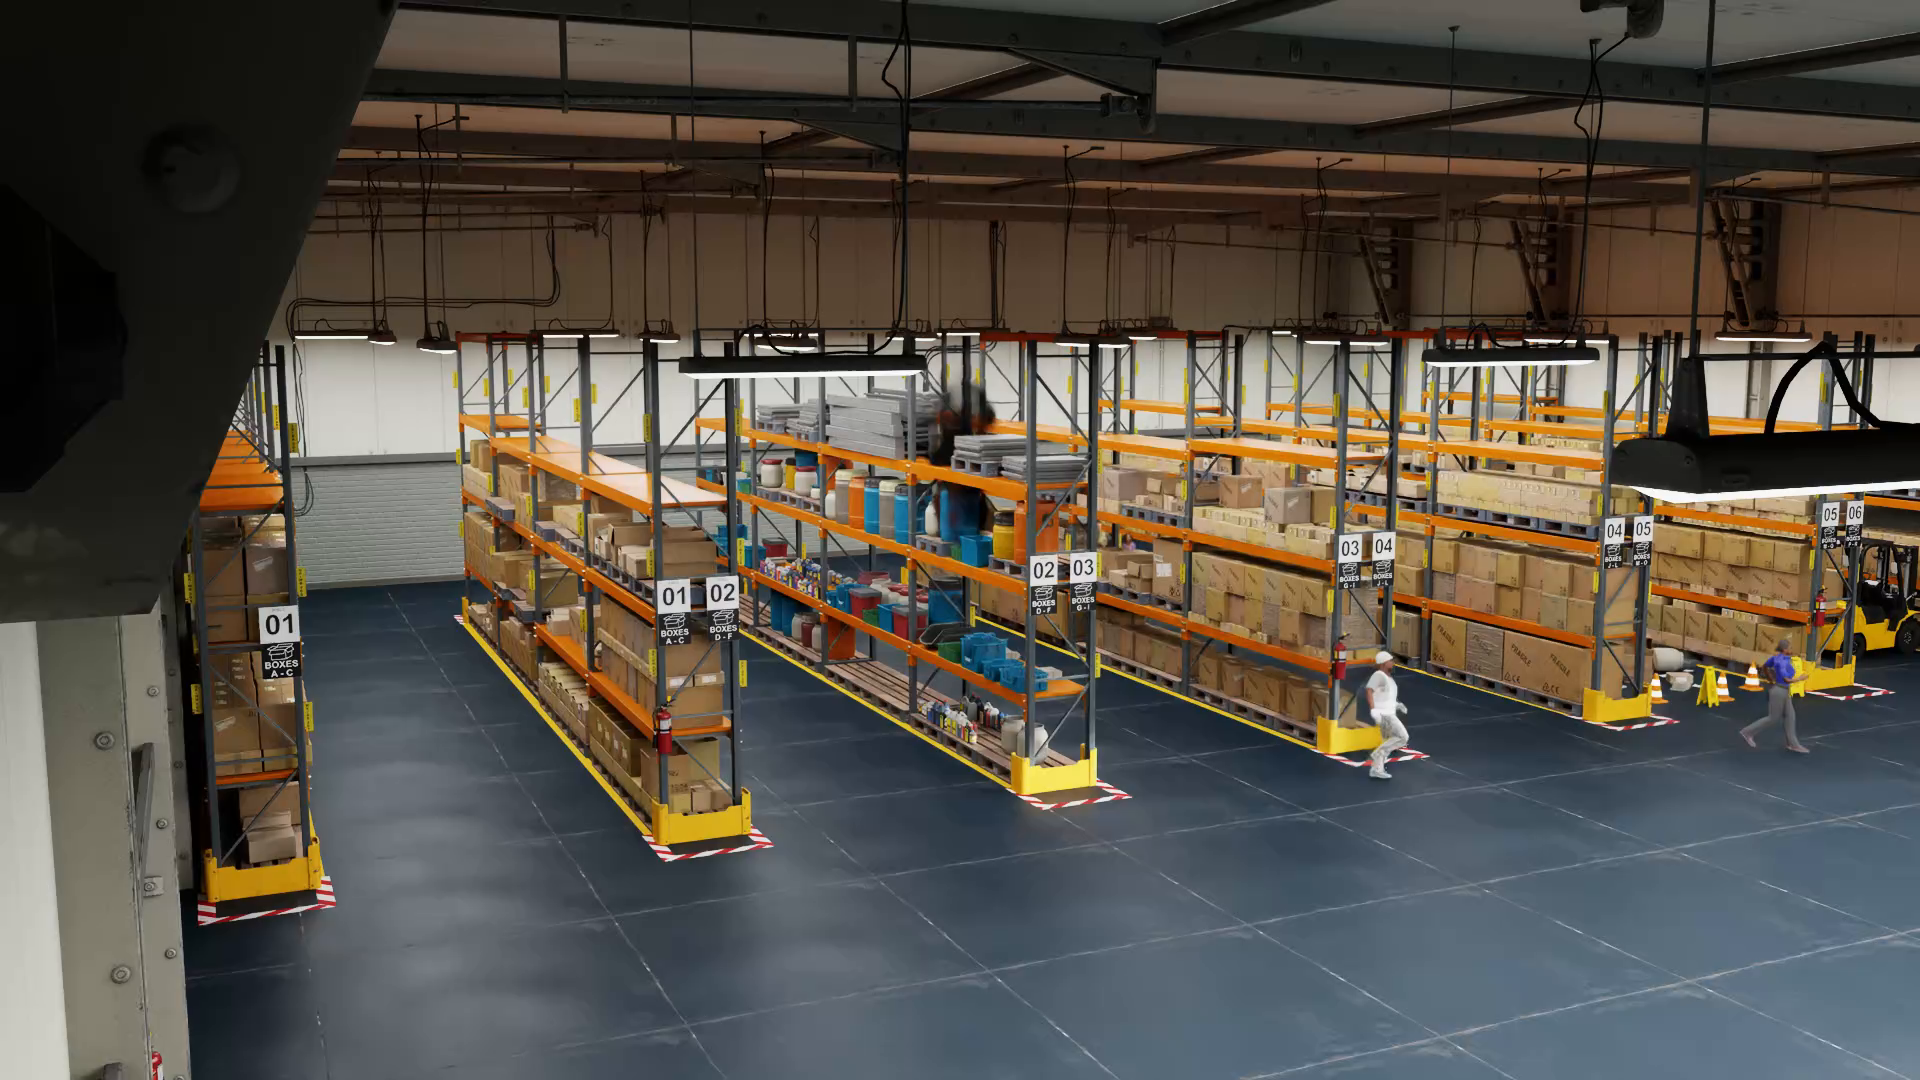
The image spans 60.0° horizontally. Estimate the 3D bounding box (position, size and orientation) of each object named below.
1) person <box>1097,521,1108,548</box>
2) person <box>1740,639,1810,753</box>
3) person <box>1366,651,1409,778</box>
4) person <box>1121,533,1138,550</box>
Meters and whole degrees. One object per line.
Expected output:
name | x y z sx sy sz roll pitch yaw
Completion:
person | 3.123 0.402 37.893 0.583 1.706 0.936 -3 8 -20
person | 11.855 2.246 24.116 0.933 1.644 0.574 3 8 22
person | 5.901 2.400 22.925 0.581 1.709 0.729 3 8 18
person | 3.741 0.603 36.726 0.560 1.547 0.734 -2 8 -18
